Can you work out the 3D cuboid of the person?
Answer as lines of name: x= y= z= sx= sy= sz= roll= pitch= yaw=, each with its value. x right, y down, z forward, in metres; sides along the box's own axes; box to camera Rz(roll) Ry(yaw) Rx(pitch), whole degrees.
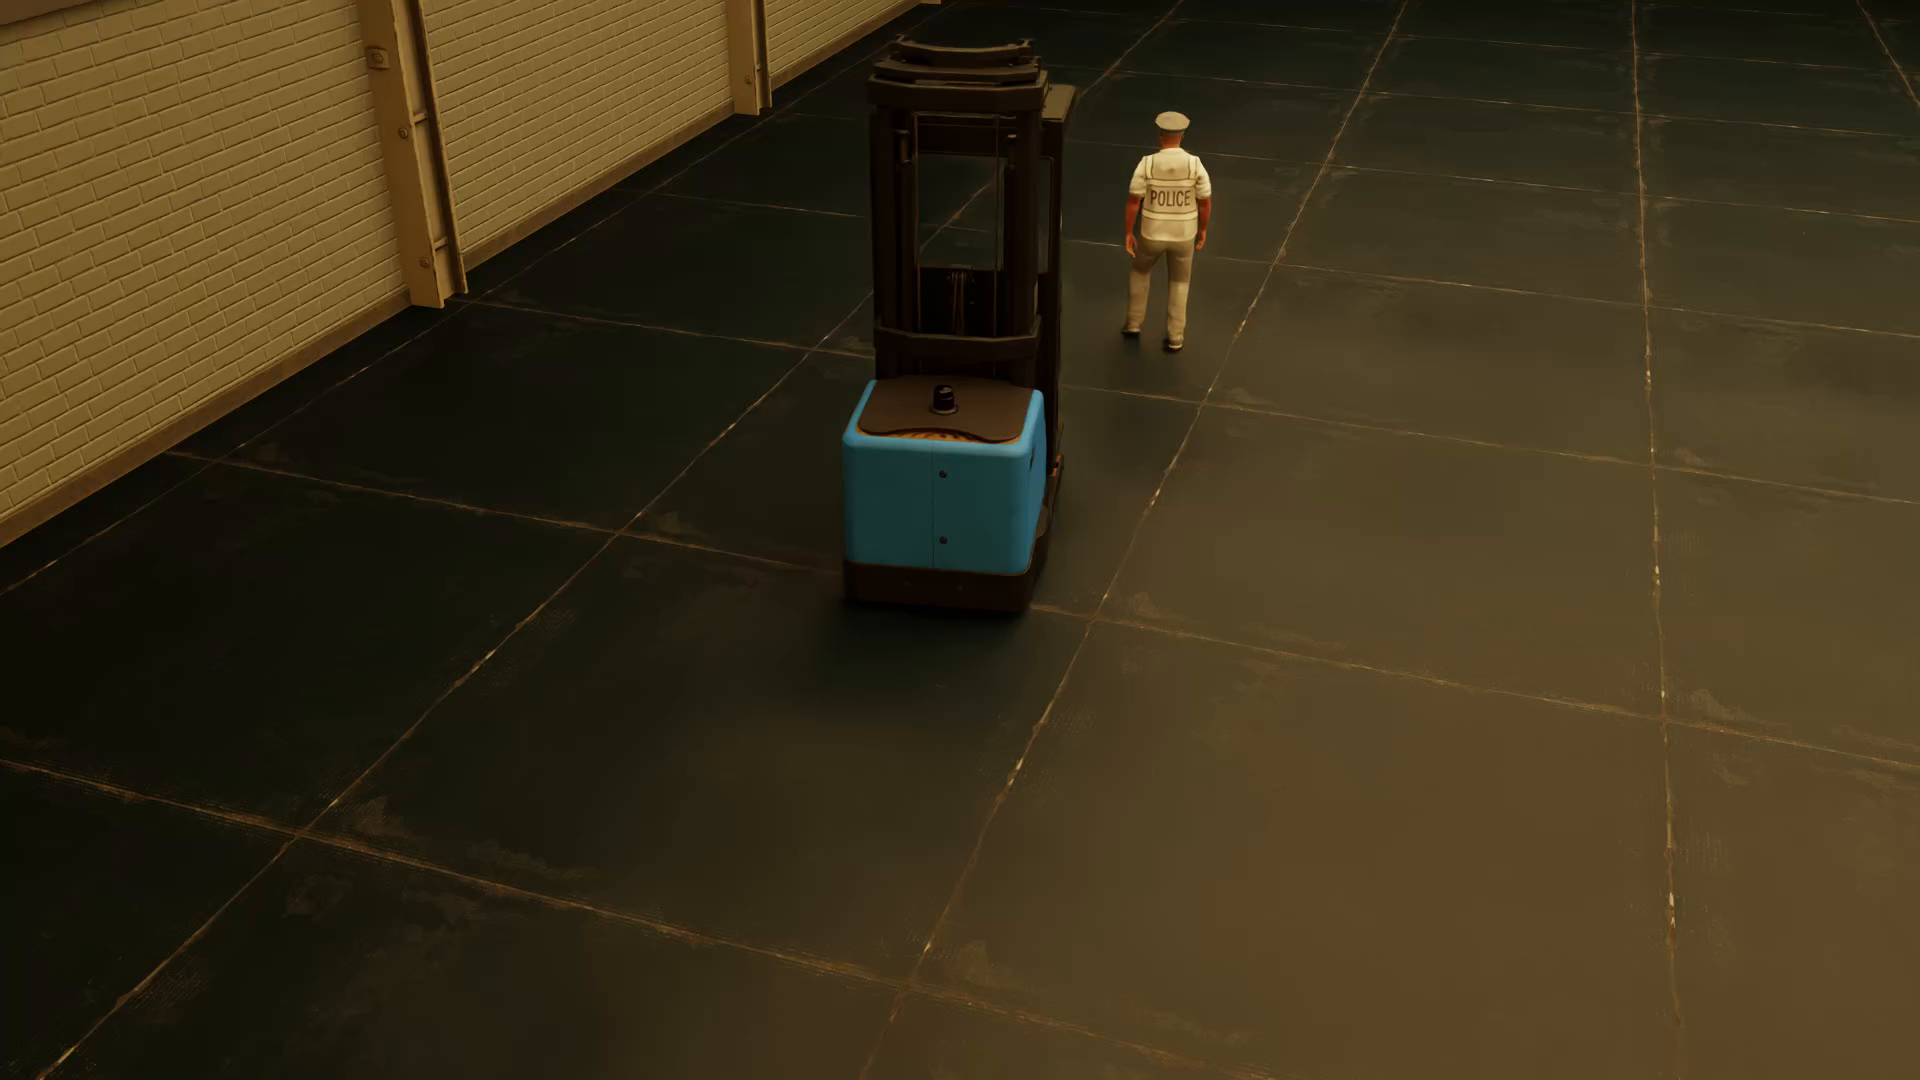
person: x=1.538 y=-2.294 z=12.427 sx=0.627 sy=1.813 sz=0.534 roll=2 pitch=30 yaw=4

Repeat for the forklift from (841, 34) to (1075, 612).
forklift: x=0.073 y=-1.581 z=9.909 sx=1.130 sy=2.935 sz=3.031 roll=4 pitch=30 yaw=7
